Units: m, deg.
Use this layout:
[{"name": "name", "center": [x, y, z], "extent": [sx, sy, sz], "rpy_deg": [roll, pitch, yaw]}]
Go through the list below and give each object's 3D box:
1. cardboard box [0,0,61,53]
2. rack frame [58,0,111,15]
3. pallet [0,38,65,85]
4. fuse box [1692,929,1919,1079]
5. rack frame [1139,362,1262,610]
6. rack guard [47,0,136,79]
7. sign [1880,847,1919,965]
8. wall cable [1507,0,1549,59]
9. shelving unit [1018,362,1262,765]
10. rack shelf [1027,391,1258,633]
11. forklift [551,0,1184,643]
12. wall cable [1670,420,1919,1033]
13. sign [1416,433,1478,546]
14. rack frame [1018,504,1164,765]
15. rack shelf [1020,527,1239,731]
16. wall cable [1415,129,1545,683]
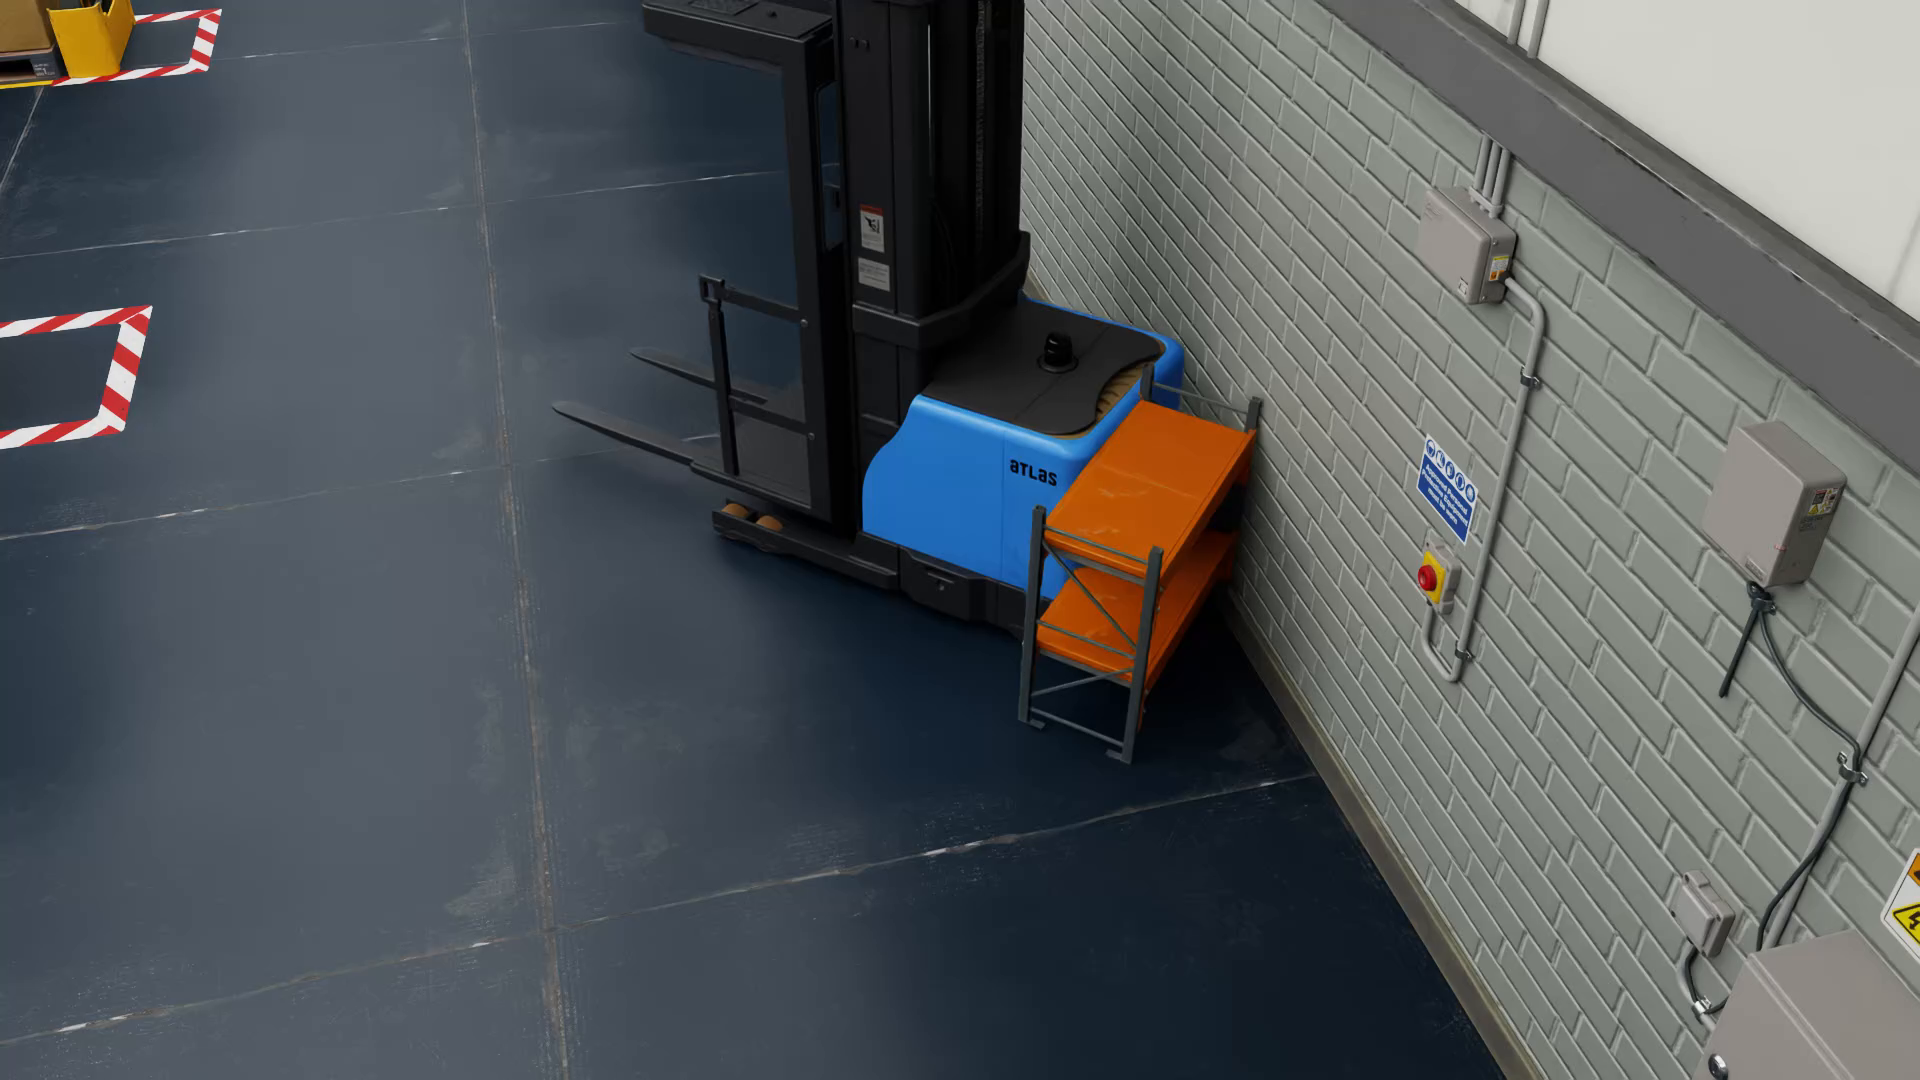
[{"name": "cardboard box", "center": [-7.124, -4.097, 12.041], "extent": [0.875, 0.875, 0.875], "rpy_deg": [-9, 38, -12]}, {"name": "rack frame", "center": [-6.527, -4.923, 11.717], "extent": [0.127, 3.000, 1.000], "rpy_deg": [-9, 38, -12]}, {"name": "pallet", "center": [-7.278, -3.643, 12.338], "extent": [1.213, 0.211, 1.003], "rpy_deg": [-9, 38, -12]}, {"name": "fuse box", "center": [1.901, 1.750, 4.054], "extent": [0.414, 1.711, 0.539], "rpy_deg": [-9, 38, -12]}, {"name": "rack frame", "center": [0.948, -0.207, 6.990], "extent": [0.500, 1.125, 0.032], "rpy_deg": [20, 45, 19]}, {"name": "rack guard", "center": [-6.504, -3.934, 12.481], "extent": [0.348, 0.500, 1.175], "rpy_deg": [-9, 38, -12]}, {"name": "sign", "center": [2.087, 0.845, 3.497], "extent": [0.001, 0.242, 0.339], "rpy_deg": [-9, 38, -12]}, {"name": "wall cable", "center": [1.475, -2.559, 3.689], "extent": [0.029, 3.000, 0.463], "rpy_deg": [-9, 38, -12]}, {"name": "shelving unit", "center": [0.713, 0.087, 6.648], "extent": [0.538, 1.125, 1.048], "rpy_deg": [20, 45, 19]}, {"name": "rack shelf", "center": [0.720, -0.133, 6.455], "extent": [0.538, 0.278, 1.000], "rpy_deg": [20, 45, 19]}, {"name": "forklift", "center": [-0.559, -1.363, 7.119], "extent": [3.031, 2.935, 1.130], "rpy_deg": [20, 42, 24]}, {"name": "wall cable", "center": [1.875, 0.410, 3.909], "extent": [0.122, 1.984, 0.588], "rpy_deg": [-9, 38, -12]}, {"name": "sign", "center": [1.541, -0.162, 5.271], "extent": [0.001, 0.218, 0.327], "rpy_deg": [-9, 38, -12]}, {"name": "rack frame", "center": [0.477, 0.380, 6.307], "extent": [0.500, 1.125, 0.032], "rpy_deg": [20, 45, 19]}, {"name": "rack shelf", "center": [0.706, 0.270, 6.810], "extent": [0.538, 0.278, 1.000], "rpy_deg": [20, 45, 19]}, {"name": "wall cable", "center": [1.494, -0.433, 4.985], "extent": [0.123, 1.953, 0.585], "rpy_deg": [-9, 38, -12]}]
